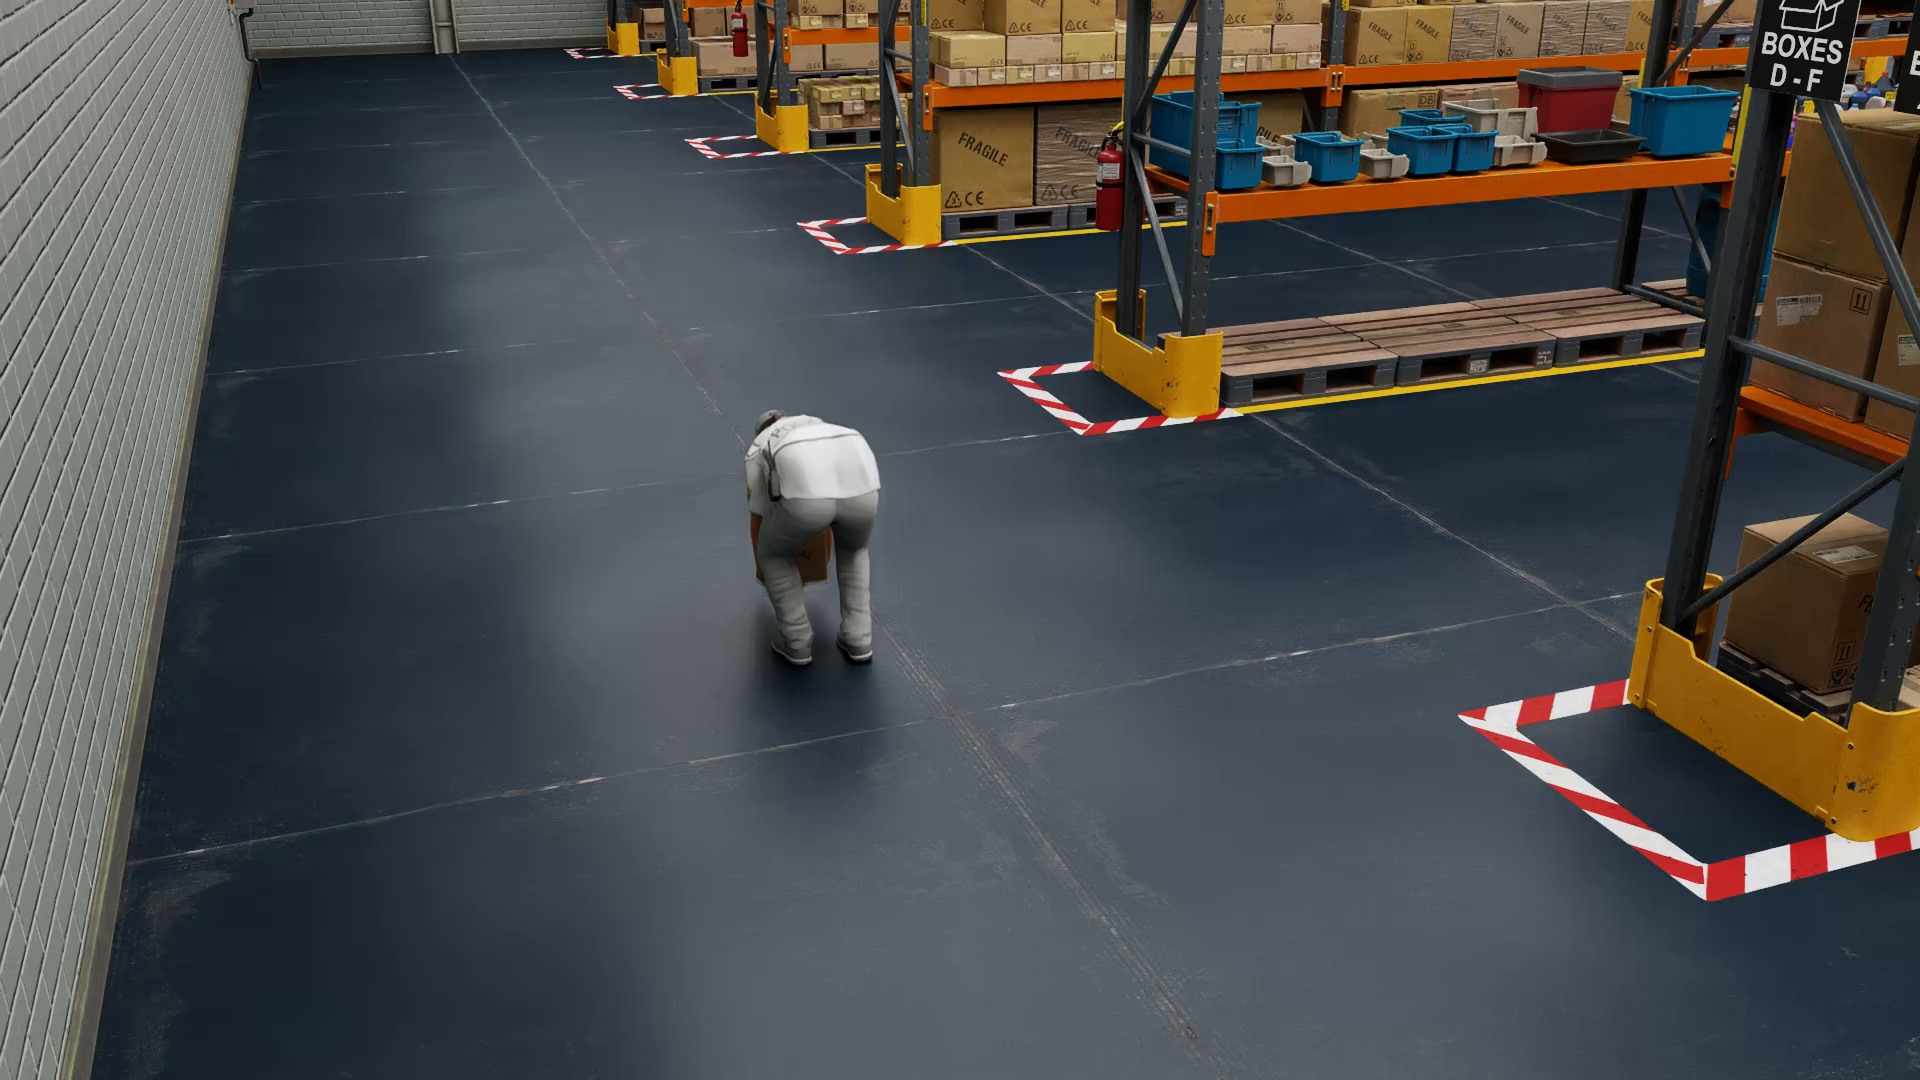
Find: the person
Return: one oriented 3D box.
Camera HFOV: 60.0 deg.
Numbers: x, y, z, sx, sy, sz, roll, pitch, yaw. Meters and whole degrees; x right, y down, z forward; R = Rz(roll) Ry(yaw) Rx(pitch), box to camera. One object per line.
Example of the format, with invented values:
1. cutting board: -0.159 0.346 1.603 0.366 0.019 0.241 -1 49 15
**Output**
1. person: -0.648 -0.047 7.037 0.480 1.026 0.951 -9 24 -21
